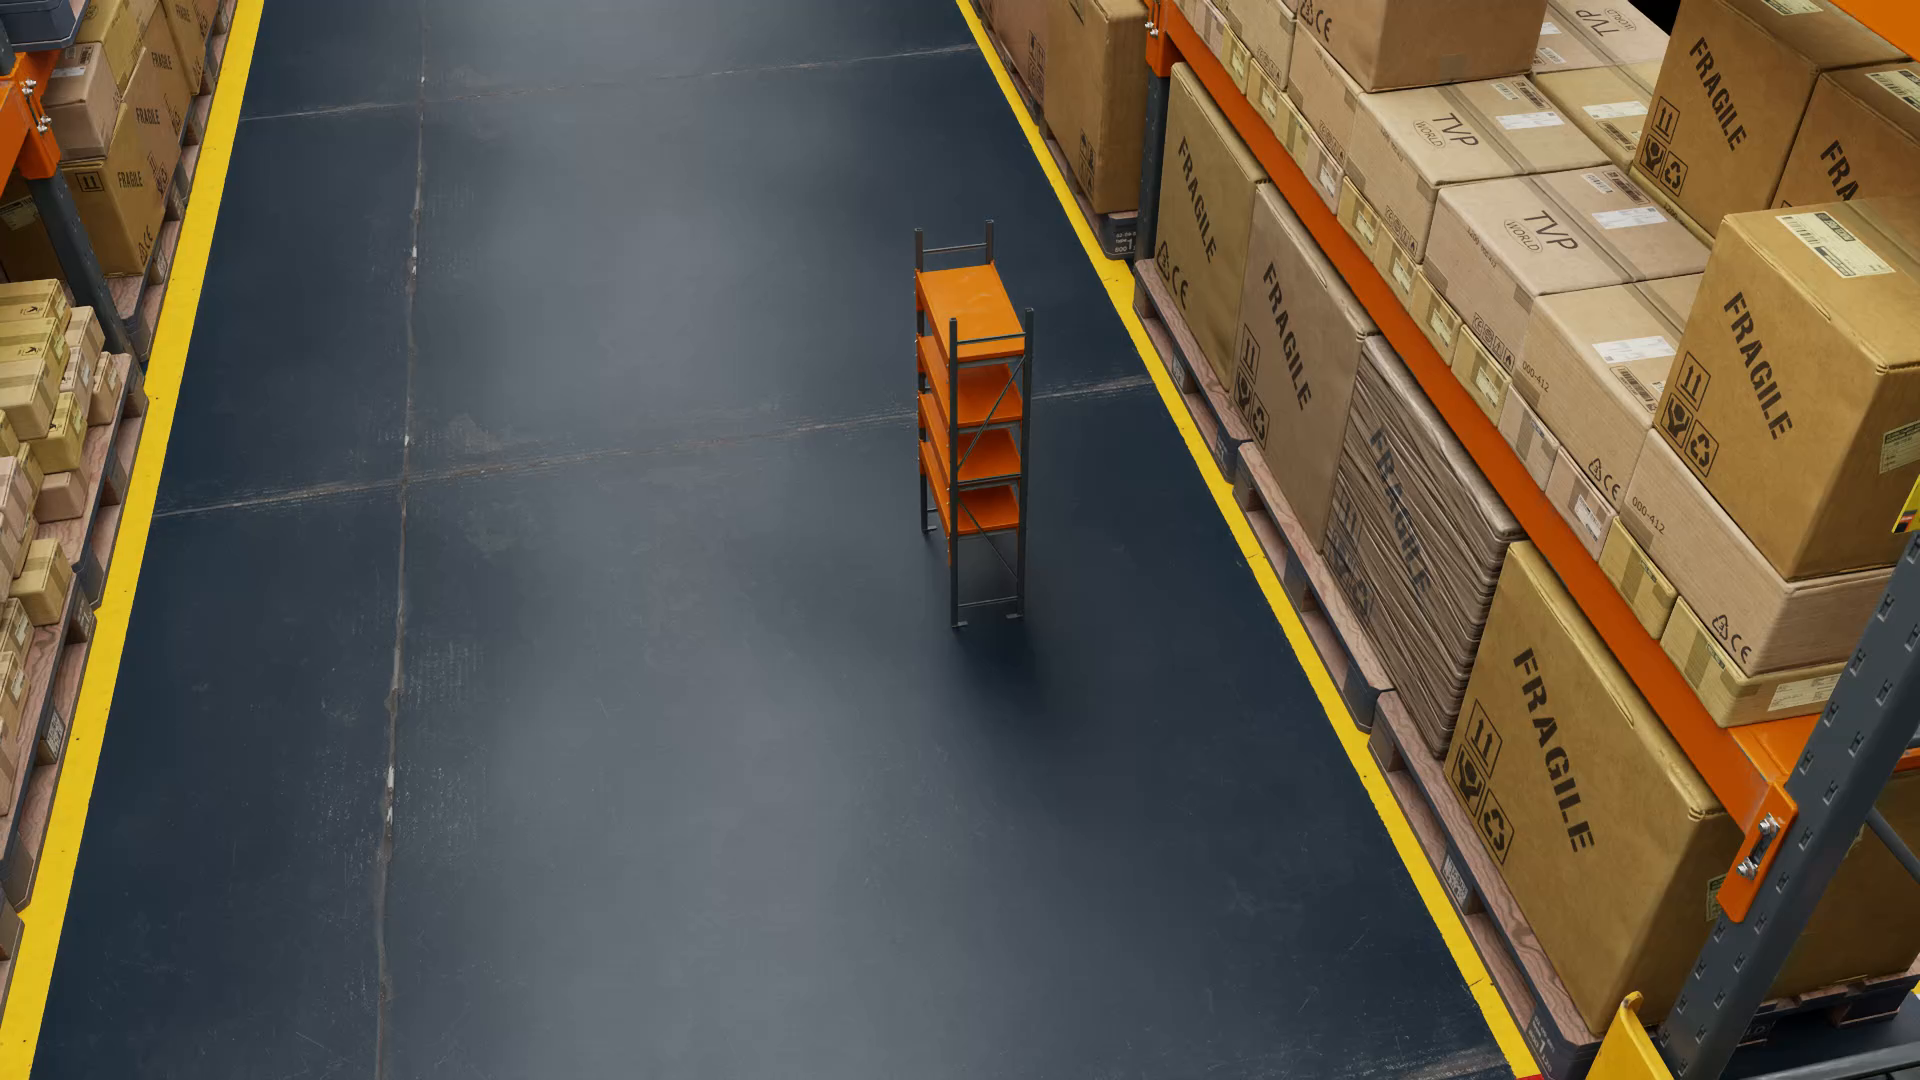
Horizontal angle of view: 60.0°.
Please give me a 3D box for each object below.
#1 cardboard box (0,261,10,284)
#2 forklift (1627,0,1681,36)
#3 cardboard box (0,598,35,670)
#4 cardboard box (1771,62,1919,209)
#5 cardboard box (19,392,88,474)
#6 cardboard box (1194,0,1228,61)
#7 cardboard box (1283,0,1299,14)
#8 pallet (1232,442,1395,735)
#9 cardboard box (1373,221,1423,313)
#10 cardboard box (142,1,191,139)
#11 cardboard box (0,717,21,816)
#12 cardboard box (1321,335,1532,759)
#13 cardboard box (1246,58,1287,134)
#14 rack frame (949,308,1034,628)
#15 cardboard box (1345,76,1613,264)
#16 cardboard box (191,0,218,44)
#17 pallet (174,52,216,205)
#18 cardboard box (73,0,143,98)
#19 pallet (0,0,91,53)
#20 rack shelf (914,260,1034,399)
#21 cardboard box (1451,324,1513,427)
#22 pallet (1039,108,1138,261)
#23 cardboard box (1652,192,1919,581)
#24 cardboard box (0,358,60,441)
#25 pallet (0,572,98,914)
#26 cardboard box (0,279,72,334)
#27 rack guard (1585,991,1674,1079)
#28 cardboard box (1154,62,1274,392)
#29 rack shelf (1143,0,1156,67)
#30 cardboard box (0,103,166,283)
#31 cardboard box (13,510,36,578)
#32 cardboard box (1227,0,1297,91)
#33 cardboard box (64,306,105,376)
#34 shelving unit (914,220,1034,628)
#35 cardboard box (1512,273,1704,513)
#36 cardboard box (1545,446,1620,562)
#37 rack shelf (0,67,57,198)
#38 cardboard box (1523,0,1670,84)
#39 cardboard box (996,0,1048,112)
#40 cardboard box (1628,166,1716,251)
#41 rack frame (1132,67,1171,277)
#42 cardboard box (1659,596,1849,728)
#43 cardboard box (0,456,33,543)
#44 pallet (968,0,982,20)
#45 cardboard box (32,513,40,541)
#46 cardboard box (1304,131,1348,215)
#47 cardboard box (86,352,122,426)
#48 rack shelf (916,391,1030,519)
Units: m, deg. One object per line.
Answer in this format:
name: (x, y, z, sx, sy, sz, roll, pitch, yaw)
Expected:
cardboard box: (-4.041, -1.300, 6.522, 0.500, 0.500, 0.500, -9, 42, -10)
forklift: (2.651, -2.152, 5.967, 1.130, 2.935, 3.031, -13, 43, -14)
cardboard box: (-3.004, 0.330, 4.950, 0.380, 0.149, 0.250, -8, 42, -8)
cardboard box: (2.145, -0.696, 3.599, 0.500, 0.500, 0.500, -9, 42, -10)
cardboard box: (-3.111, -0.333, 5.473, 0.380, 0.149, 0.250, -10, 43, -11)
cardboard box: (1.025, -1.776, 5.680, 0.380, 0.149, 0.250, -10, 43, -11)
cardboard box: (1.182, -1.948, 5.009, 0.500, 0.500, 0.500, -8, 42, -9)
pallet: (1.584, 0.060, 5.523, 1.003, 0.211, 1.213, -8, 42, -9)
cardboard box: (1.365, -0.767, 4.544, 0.380, 0.149, 0.250, -8, 42, -8)
cardboard box: (-3.778, -2.054, 7.371, 0.500, 0.500, 0.500, -8, 42, -9)
cardboard box: (-2.834, 0.657, 4.581, 0.380, 0.149, 0.250, -10, 43, -11)
cardboard box: (1.680, -0.042, 4.822, 0.875, 0.875, 0.875, -8, 42, -9)
cardboard box: (1.141, -1.435, 5.296, 0.380, 0.149, 0.250, -9, 42, -10)
rack frame: (0.088, -0.183, 5.053, 0.240, 1.200, 0.015, -8, 42, -9)
cardboard box: (1.394, -1.014, 4.521, 0.500, 0.250, 0.500, -8, 42, -9)
cardboard box: (-3.993, -2.723, 8.125, 0.500, 0.500, 0.500, -7, 42, -8)
pallet: (-4.072, -1.888, 7.718, 1.003, 0.211, 1.213, -8, 42, -9)
cardboard box: (-3.654, -1.999, 6.744, 0.500, 0.250, 0.500, -7, 42, -8)
pallet: (-3.658, -2.079, 5.977, 1.003, 0.211, 1.213, -8, 42, -9)
rack shelf: (0.036, -0.635, 4.970, 0.258, 0.148, 0.480, -8, 42, -9)
cardboard box: (1.473, -0.438, 4.173, 0.380, 0.149, 0.250, -9, 42, -10)
pallet: (0.989, -1.726, 7.535, 1.003, 0.211, 1.213, -8, 42, -9)
cardboard box: (1.731, -0.300, 3.153, 0.500, 0.500, 0.500, -8, 42, -9)
cardboard box: (-3.150, -0.434, 5.362, 0.380, 0.149, 0.250, -9, 42, -10)
pallet: (-3.189, 0.631, 4.880, 1.003, 0.211, 1.213, -8, 42, -9)
cardboard box: (-3.304, -0.754, 5.723, 0.380, 0.149, 0.250, -7, 42, -8)
rack guard: (2.098, 1.264, 3.950, 1.175, 0.500, 0.348, -8, 42, -9)
cardboard box: (1.294, -1.203, 6.129, 0.875, 0.875, 0.875, -8, 42, -9)
rack shelf: (0.798, -3.307, 7.758, 1.077, 0.370, 4.000, -8, 42, -9)
cardboard box: (-3.536, -1.373, 6.604, 0.500, 0.500, 0.500, -7, 42, -8)
cardboard box: (-3.079, 0.006, 5.091, 0.380, 0.149, 0.250, -7, 42, -8)
cardboard box: (1.178, -1.669, 5.260, 0.500, 0.250, 0.500, -9, 42, -9)
cardboard box: (-3.257, -0.678, 5.861, 0.380, 0.149, 0.250, -8, 42, -8)
shelving unit: (0.036, -0.341, 5.231, 0.258, 1.200, 0.503, -8, 42, -9)
cardboard box: (1.620, -0.347, 3.770, 0.500, 0.250, 0.500, -9, 42, -10)
cardboard box: (1.583, -0.108, 3.802, 0.380, 0.149, 0.250, -8, 42, -9)
rack shelf: (-3.204, -0.069, 4.110, 1.077, 0.370, 4.000, -8, 42, -9)
cardboard box: (1.805, -1.420, 4.979, 0.500, 0.250, 0.500, -8, 42, -8)
cardboard box: (0.878, -2.633, 7.741, 1.225, 0.875, 0.875, -10, 43, -11)
cardboard box: (2.029, -0.754, 4.229, 0.500, 0.250, 0.500, -10, 43, -11)
rack frame: (1.229, -2.279, 6.058, 1.000, 3.000, 0.127, -8, 42, -9)
cardboard box: (1.694, 0.224, 3.428, 0.380, 0.149, 0.250, -8, 42, -8)
cardboard box: (-3.021, -0.092, 4.977, 0.380, 0.149, 0.250, -10, 43, -11)
pallet: (0.463, -3.308, 9.317, 1.003, 0.211, 1.213, -8, 42, -9)
cardboard box: (-3.185, 0.011, 5.309, 0.380, 0.149, 0.250, -9, 42, -10)
cardboard box: (1.249, -1.106, 4.926, 0.380, 0.149, 0.250, -8, 42, -9)
cardboard box: (-3.218, -0.520, 5.907, 0.380, 0.149, 0.250, -8, 42, -9)
rack shelf: (0.036, -0.291, 5.275, 0.258, 0.148, 0.480, -8, 42, -9)
